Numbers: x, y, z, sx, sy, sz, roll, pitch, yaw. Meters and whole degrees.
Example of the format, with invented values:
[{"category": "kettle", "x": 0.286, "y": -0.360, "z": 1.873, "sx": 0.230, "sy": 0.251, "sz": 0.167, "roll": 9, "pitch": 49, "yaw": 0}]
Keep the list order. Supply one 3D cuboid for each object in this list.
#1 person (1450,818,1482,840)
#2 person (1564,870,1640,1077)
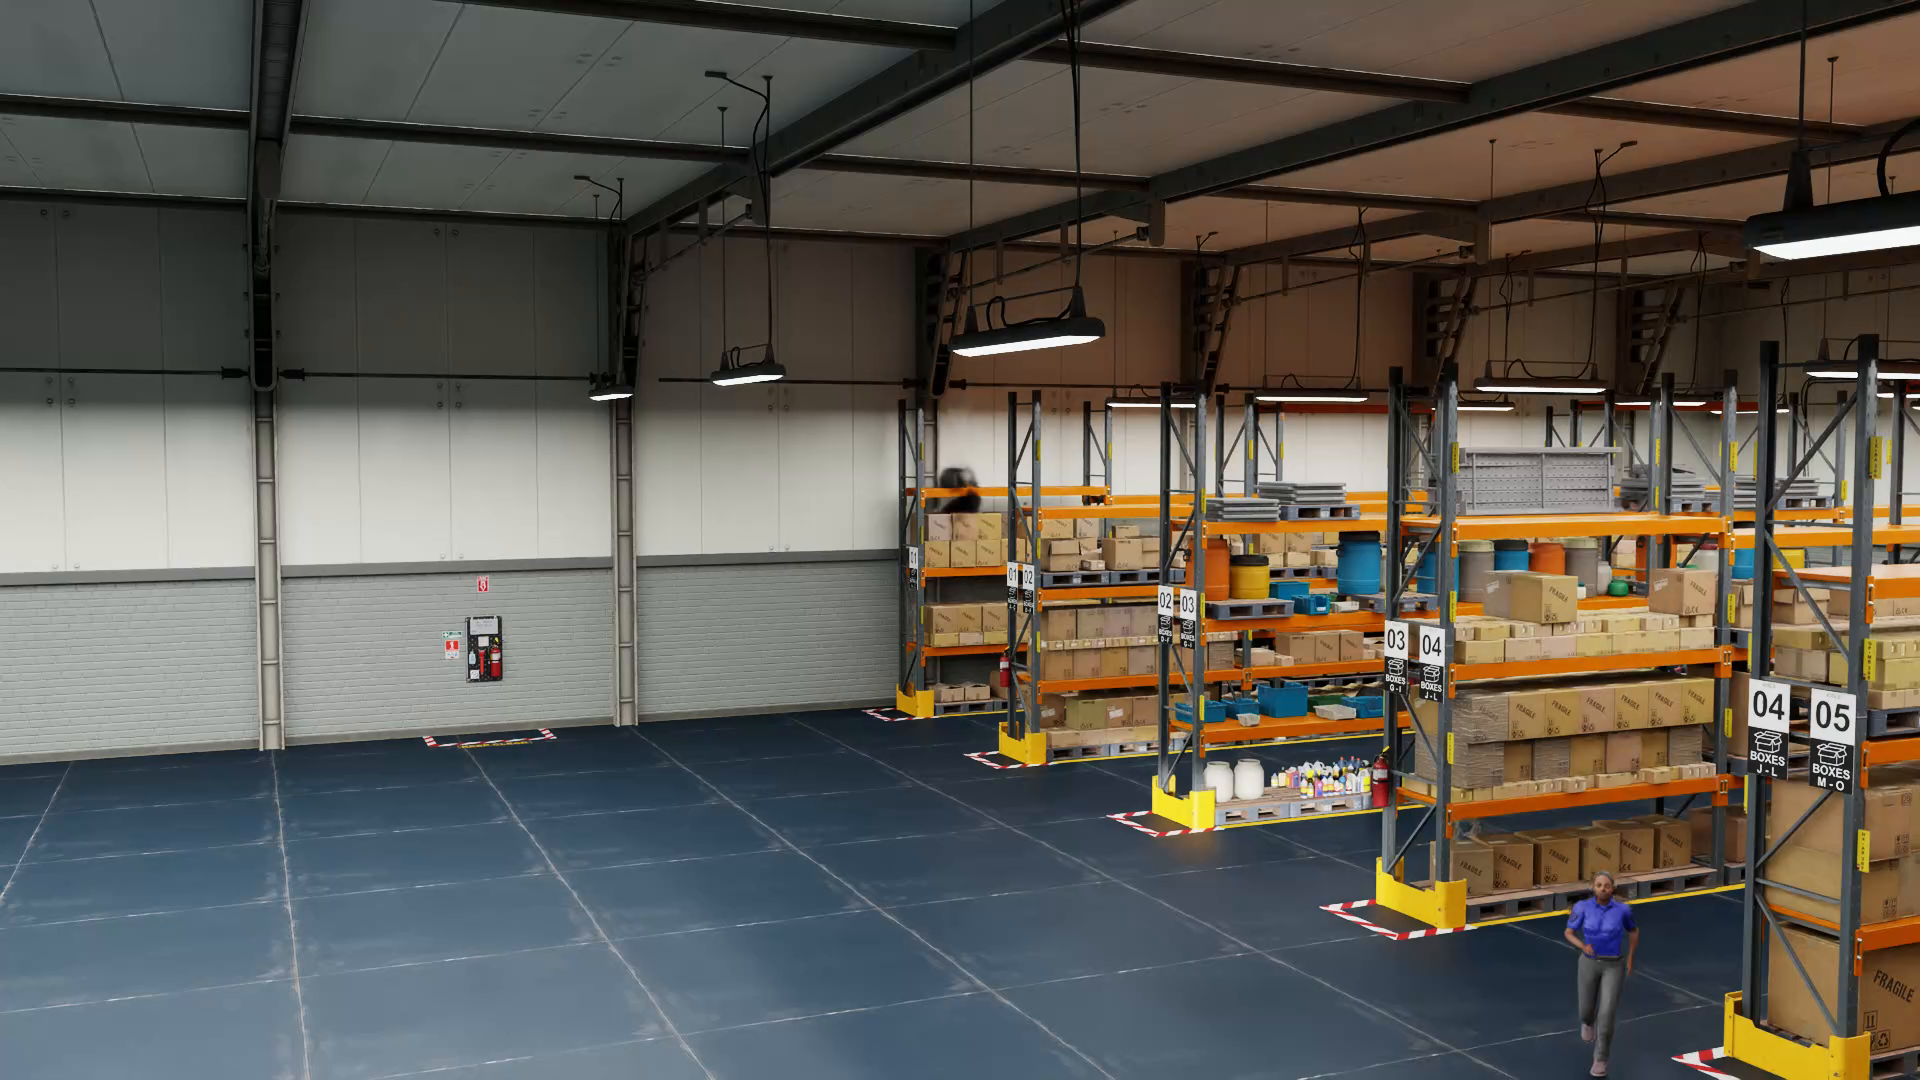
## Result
[{"category": "person", "x": 6.451, "y": 3.071, "z": 21.378, "sx": 0.803, "sy": 1.698, "sz": 0.639, "roll": -2, "pitch": 4, "yaw": -36}, {"category": "person", "x": 5.316, "y": 3.537, "z": 13.783, "sx": 0.587, "sy": 1.625, "sz": 0.752, "roll": 1, "pitch": 4, "yaw": 20}]
